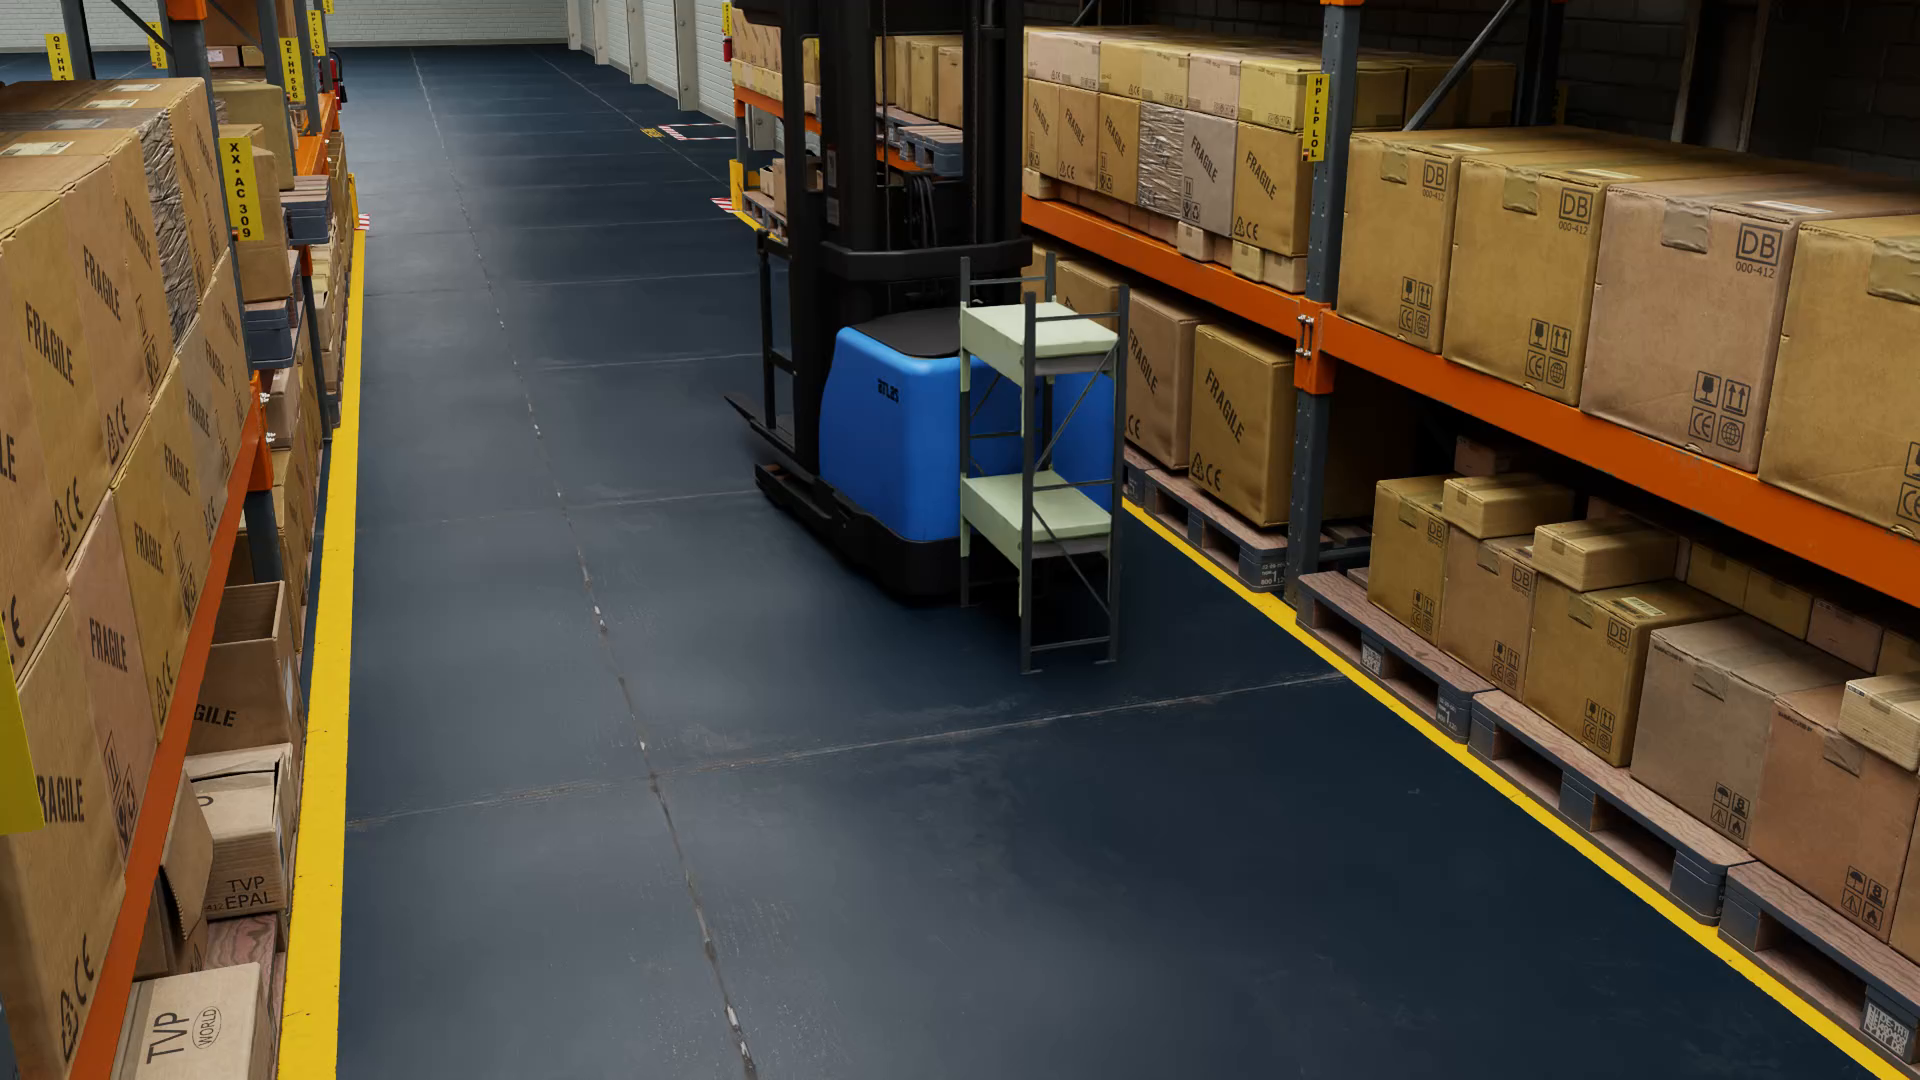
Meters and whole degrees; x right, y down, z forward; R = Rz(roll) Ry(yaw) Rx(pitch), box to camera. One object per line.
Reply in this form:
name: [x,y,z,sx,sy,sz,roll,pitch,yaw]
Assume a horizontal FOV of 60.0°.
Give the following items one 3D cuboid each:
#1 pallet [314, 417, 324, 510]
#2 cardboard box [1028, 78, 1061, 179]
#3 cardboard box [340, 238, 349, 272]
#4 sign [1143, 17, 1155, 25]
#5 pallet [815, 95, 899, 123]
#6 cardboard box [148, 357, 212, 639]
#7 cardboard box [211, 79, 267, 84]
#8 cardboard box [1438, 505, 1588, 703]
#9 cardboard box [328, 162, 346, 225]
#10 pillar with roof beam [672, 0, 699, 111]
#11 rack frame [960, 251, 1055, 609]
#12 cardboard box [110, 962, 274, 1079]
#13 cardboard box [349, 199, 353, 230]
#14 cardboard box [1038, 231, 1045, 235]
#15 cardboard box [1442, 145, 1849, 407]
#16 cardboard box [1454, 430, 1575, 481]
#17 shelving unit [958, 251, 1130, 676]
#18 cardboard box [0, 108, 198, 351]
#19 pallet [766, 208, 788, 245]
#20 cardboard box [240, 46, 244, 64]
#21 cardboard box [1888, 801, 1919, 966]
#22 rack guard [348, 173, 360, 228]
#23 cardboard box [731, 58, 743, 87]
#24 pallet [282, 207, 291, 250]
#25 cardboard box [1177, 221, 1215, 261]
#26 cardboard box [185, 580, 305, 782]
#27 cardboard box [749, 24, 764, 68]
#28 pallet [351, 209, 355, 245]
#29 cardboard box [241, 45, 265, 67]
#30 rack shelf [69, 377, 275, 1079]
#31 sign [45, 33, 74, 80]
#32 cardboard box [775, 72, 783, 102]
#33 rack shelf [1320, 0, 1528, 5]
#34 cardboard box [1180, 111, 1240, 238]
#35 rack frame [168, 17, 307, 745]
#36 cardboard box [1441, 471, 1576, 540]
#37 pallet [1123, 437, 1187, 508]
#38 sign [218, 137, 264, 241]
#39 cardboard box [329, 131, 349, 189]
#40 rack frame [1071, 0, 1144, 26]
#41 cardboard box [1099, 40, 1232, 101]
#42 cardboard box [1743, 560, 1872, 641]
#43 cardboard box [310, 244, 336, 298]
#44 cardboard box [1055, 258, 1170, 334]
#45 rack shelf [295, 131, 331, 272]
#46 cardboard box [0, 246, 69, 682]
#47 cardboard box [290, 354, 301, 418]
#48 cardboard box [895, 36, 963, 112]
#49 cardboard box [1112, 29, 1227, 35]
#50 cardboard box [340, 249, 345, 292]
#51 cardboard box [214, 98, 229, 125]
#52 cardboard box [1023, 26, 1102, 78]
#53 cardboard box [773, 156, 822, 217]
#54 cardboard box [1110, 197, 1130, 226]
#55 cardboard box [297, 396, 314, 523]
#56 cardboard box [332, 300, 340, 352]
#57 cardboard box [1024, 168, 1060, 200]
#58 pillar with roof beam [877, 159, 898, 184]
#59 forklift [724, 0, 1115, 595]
pallet: [-3.873,-0.381,8.665,1.003,0.211,1.213,-6,21,-17]
cardboard box: [0.695,-2.309,9.289,0.500,0.500,0.500,-6,21,-15]
cardboard box: [-5.187,-2.305,13.343,0.500,0.250,0.500,-6,21,-17]
sign: [1.156,-3.069,10.311,0.100,0.325,0.005,-6,21,-17]
pallet: [-0.525,-3.397,13.220,1.003,0.211,1.213,-6,21,-17]
cardboard box: [-1.924,-0.074,3.537,0.500,0.500,0.500,-6,21,-16]
cardboard box: [-4.937,-2.850,11.267,0.500,0.500,0.500,-5,20,-13]
cardboard box: [2.180,0.211,5.970,0.700,0.500,0.500,-7,21,-18]
cardboard box: [-5.342,-2.819,13.664,0.500,0.500,0.500,-6,21,-17]
pillar with roof beam: [-8.702,-11.116,25.552,9.100,9.000,0.400,-6,21,-17]
rack frame: [0.193,-0.437,6.915,0.400,1.500,0.023,-7,21,-17]
cardboard box: [-1.773,1.192,3.577,0.500,0.250,0.500,-6,21,-17]
cardboard box: [-5.810,-2.947,15.132,0.500,0.250,0.500,-6,21,-17]
cardboard box: [0.303,-1.898,11.811,0.700,0.500,0.500,-6,21,-17]
cardboard box: [2.266,-0.911,5.572,0.980,0.700,0.700,-7,21,-19]
cardboard box: [2.168,-0.324,6.498,0.380,0.149,0.250,-7,21,-18]
shelving unit: [0.310,-0.320,6.589,0.431,1.500,0.755,-7,21,-17]
cardboard box: [-2.088,-0.710,3.829,0.500,0.500,0.500,-6,21,-17]
pallet: [-1.259,-3.040,16.067,1.003,0.211,1.213,-6,21,-17]
cardboard box: [-5.693,-3.717,12.720,0.380,0.149,0.250,-7,21,-18]
cardboard box: [2.829,0.868,4.140,0.700,0.500,0.500,-6,21,-17]
rack guard: [-6.594,-3.335,16.463,1.175,0.500,0.348,-6,21,-17]
cardboard box: [-2.033,-4.780,16.980,0.500,0.250,0.500,-7,21,-19]
pallet: [-3.456,-1.223,7.168,1.003,0.211,1.213,-6,21,-17]
cardboard box: [1.233,-1.395,7.706,0.380,0.149,0.250,-6,21,-17]
cardboard box: [-2.366,0.469,5.221,0.500,0.500,0.500,-6,21,-17]
cardboard box: [-1.718,-4.812,15.959,0.500,0.500,0.500,-7,21,-19]
pallet: [-6.306,-2.951,15.819,1.003,0.211,1.213,-6,21,-17]
cardboard box: [-5.229,-3.680,12.616,0.380,0.149,0.250,-6,21,-17]
rack shelf: [-2.186,0.327,3.632,1.077,0.370,4.000,-6,21,-17]
sign: [-4.597,-2.422,8.509,0.100,0.325,0.005,-6,21,-17]
cardboard box: [-1.385,-4.127,15.162,0.500,0.250,0.500,-7,21,-18]
rack shelf: [1.259,-2.896,8.168,1.077,0.370,4.000,-6,21,-17]
cardboard box: [1.333,-1.661,7.486,0.500,0.500,0.500,-6,21,-17]
rack frame: [-2.814,-0.653,5.298,1.000,3.000,0.127,-6,21,-17]
cardboard box: [1.959,-0.127,5.950,0.380,0.149,0.250,-6,21,-15]
pallet: [1.186,-0.500,8.997,1.003,0.211,1.213,-6,21,-17]
sign: [-2.302,-1.121,5.319,0.100,0.325,0.005,-6,21,-17]
cardboard box: [-6.135,-3.620,15.895,0.500,0.500,0.500,-6,21,-17]
rack frame: [0.630,-2.464,10.340,1.000,3.000,0.127,-6,21,-17]
cardboard box: [1.025,-2.345,8.281,0.500,0.250,0.500,-7,21,-18]
cardboard box: [2.658,0.175,5.110,0.380,0.149,0.250,-6,21,-17]
cardboard box: [-4.451,-1.800,11.108,0.500,0.311,0.500,-7,21,-18]
cardboard box: [1.006,-1.119,9.152,0.750,0.750,0.750,-6,21,-17]
rack shelf: [-4.700,-2.240,10.780,1.077,0.370,4.000,-6,21,-17]
cardboard box: [-1.446,-0.058,2.012,0.500,0.500,0.500,-6,21,-16]
cardboard box: [-3.207,-0.700,7.365,0.500,0.250,0.500,-7,21,-18]
cardboard box: [-0.094,-3.447,12.277,0.700,0.500,0.500,-4,20,-10]
cardboard box: [1.178,-2.729,9.350,0.500,0.250,0.500,-7,21,-19]
cardboard box: [-4.923,-2.022,12.554,0.500,0.250,0.500,-7,21,-18]
cardboard box: [-3.660,-1.678,7.381,0.700,0.500,0.500,-3,20,-7]
cardboard box: [0.537,-2.831,9.635,0.500,0.250,0.500,-6,21,-16]
cardboard box: [-1.390,-3.407,16.011,0.700,0.500,0.500,-8,21,-21]
cardboard box: [1.006,-1.734,8.649,0.380,0.149,0.250,-6,21,-17]
cardboard box: [-3.222,-0.358,7.524,0.500,0.500,0.500,-7,21,-19]
cardboard box: [-4.285,-1.367,10.732,0.500,0.250,0.500,-7,21,-19]
cardboard box: [0.588,-2.049,9.526,0.380,0.149,0.250,-6,21,-16]
pillar with roof beam: [-4.930,-7.265,14.830,9.100,9.000,0.400,-6,21,-17]
forklift: [-0.398,-1.602,8.039,1.130,2.935,3.031,-9,22,-24]
